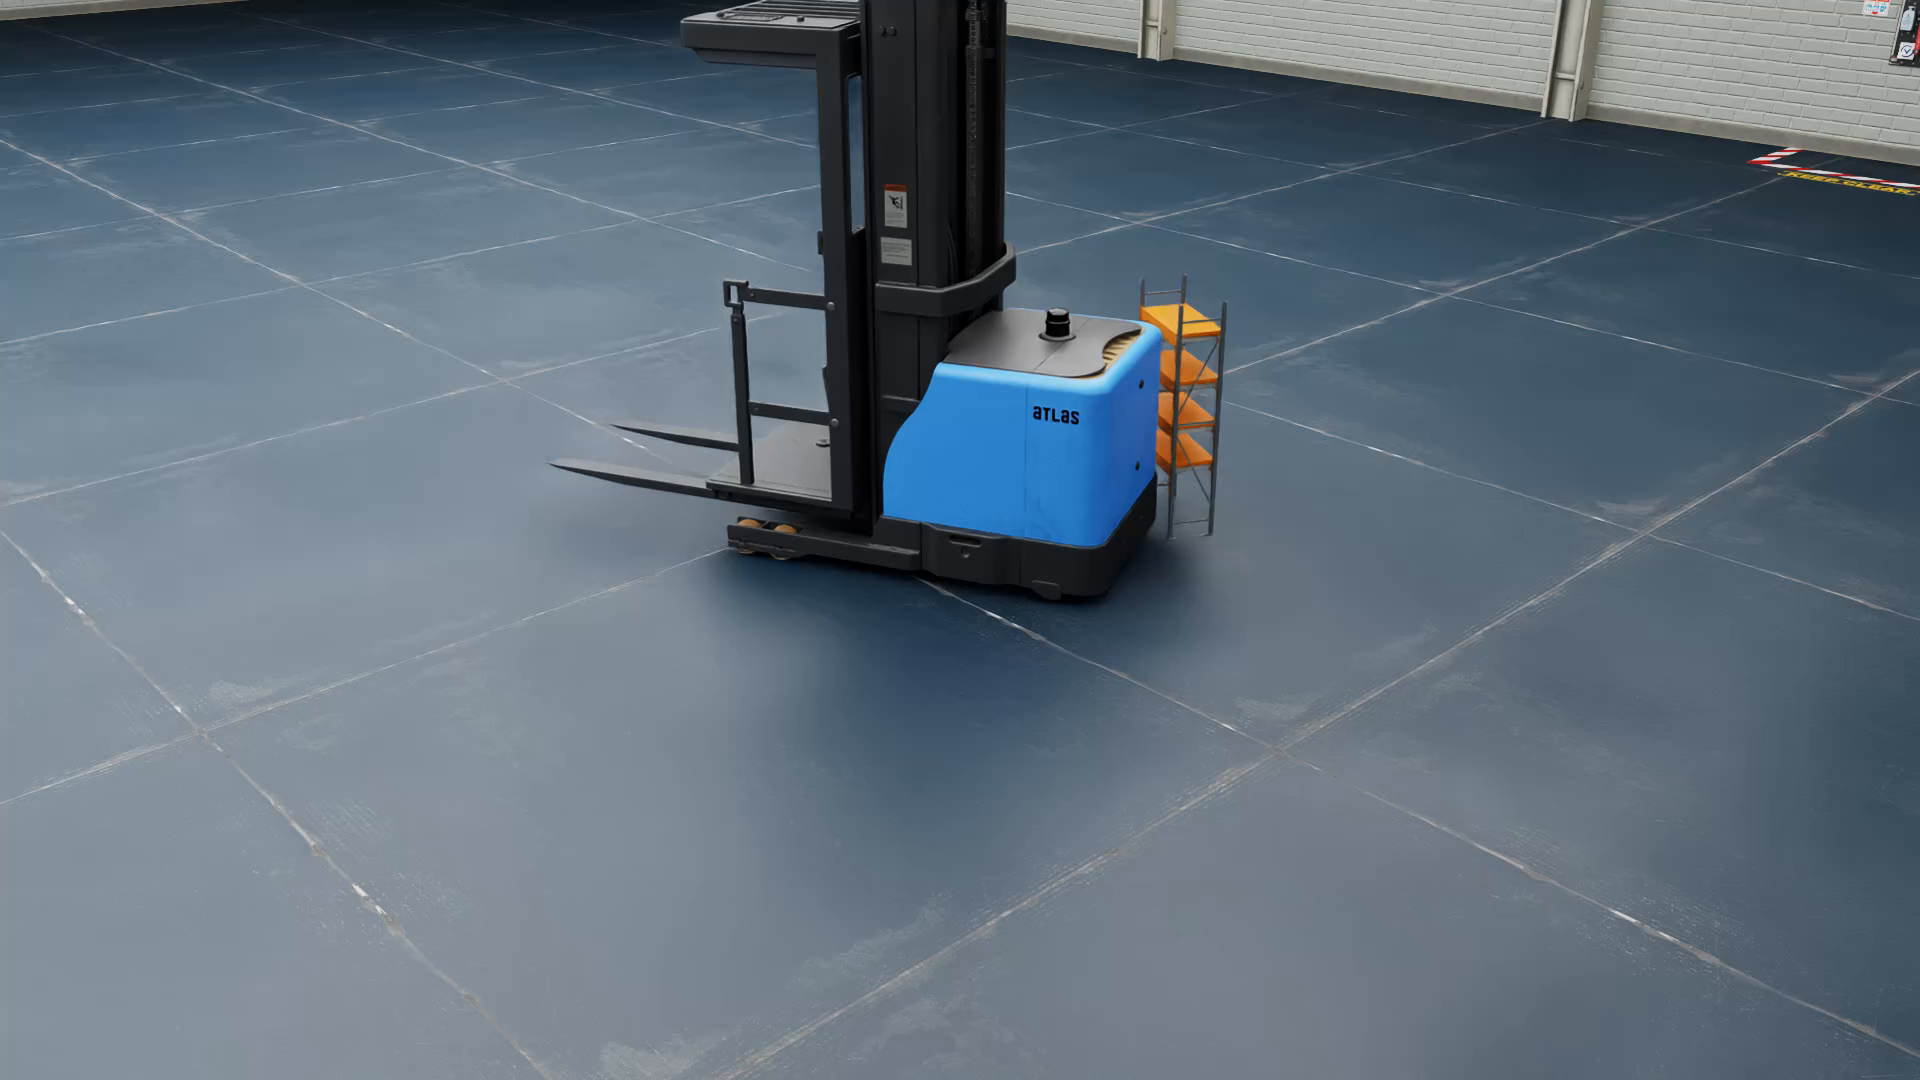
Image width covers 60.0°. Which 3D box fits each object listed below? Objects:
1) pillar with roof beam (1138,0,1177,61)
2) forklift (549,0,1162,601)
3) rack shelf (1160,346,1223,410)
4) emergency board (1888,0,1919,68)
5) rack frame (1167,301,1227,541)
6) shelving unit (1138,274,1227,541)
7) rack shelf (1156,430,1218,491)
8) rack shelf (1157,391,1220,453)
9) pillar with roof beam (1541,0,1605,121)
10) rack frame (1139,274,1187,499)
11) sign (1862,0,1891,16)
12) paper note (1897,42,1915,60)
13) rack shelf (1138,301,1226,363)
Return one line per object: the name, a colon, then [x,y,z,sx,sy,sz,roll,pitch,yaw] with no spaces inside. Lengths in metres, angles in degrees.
pillar with roof beam: [-0.479,-9.429,18.077,9.100,9.000,0.400,-21,32,-38]
forklift: [-0.594,-1.429,7.851,3.031,2.935,1.130,9,26,19]
rack shelf: [1.074,-0.799,8.177,0.258,0.148,0.480,-7,25,-14]
emergency board: [9.211,-5.053,15.712,0.157,1.169,0.626,-21,32,-38]
rack frame: [1.141,-0.559,8.028,0.240,1.200,0.015,-7,25,-14]
shelving unit: [1.076,-0.657,8.242,0.258,1.200,0.503,-7,25,-14]
rack shelf: [1.078,-0.415,8.353,0.258,0.148,0.480,-7,25,-14]
rack shelf: [1.076,-0.596,8.270,0.258,0.148,0.480,-7,25,-14]
pillar with roof beam: [3.621,-7.611,14.092,9.100,9.000,0.400,-21,32,-38]
rack frame: [1.010,-0.754,8.456,0.240,1.200,0.015,-7,25,-14]
sign: [8.901,-5.258,16.118,0.001,0.329,0.234,-21,32,-38]
paper note: [9.133,-4.717,16.038,0.016,0.148,0.142,-21,32,-38]
rack shelf: [1.073,-1.014,8.078,0.258,0.148,0.480,-7,25,-14]
